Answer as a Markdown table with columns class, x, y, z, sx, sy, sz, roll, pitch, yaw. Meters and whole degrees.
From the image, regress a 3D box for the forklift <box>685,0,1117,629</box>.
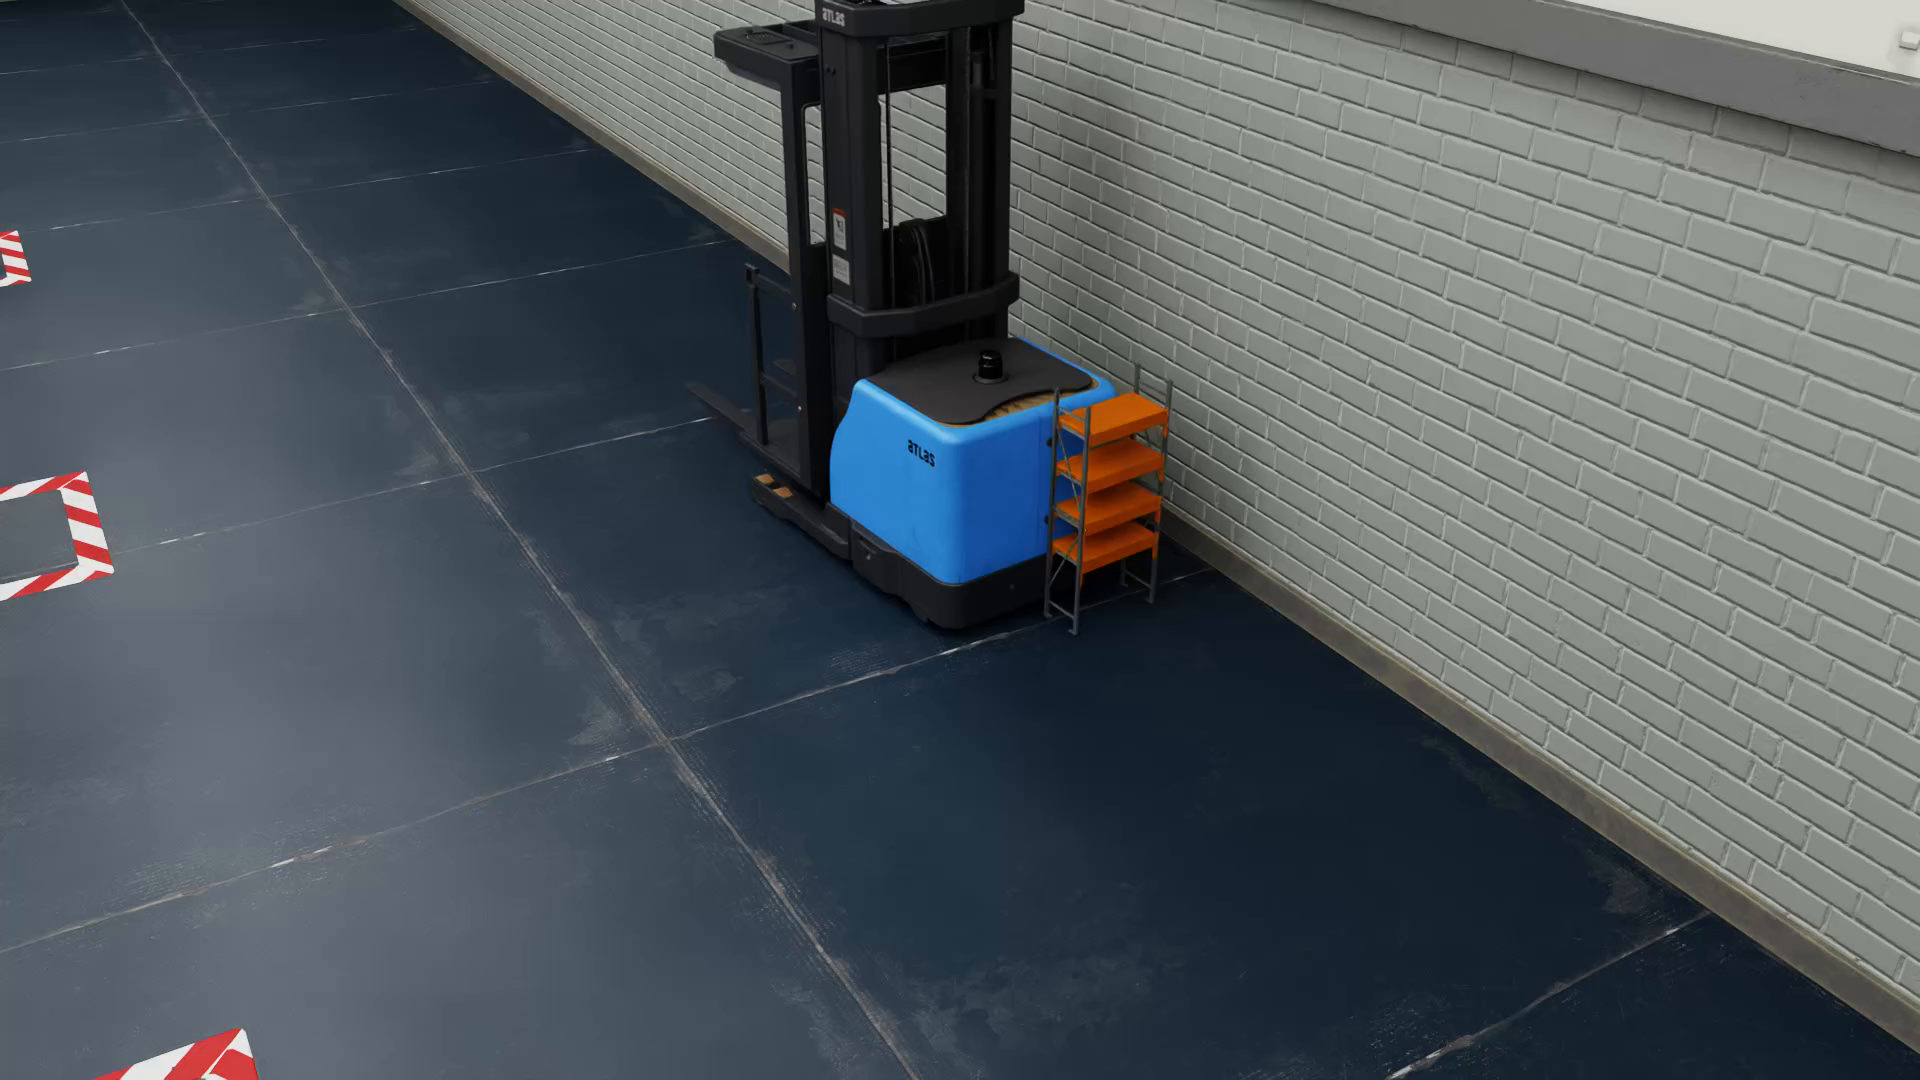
| class | x | y | z | sx | sy | sz | roll | pitch | yaw |
| --- | --- | --- | --- | --- | --- | --- | --- | --- | --- |
| forklift | -0.503 | -1.522 | 8.475 | 1.130 | 2.935 | 3.031 | -19 | 34 | -30 |

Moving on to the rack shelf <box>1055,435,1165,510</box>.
| class | x | y | z | sx | sy | sz | roll | pitch | yaw |
| --- | --- | --- | --- | --- | --- | --- | --- | --- | --- |
| rack shelf | 0.692 | -0.321 | 7.759 | 0.480 | 0.148 | 0.258 | -20 | 36 | -31 |

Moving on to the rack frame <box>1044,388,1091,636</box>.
| class | x | y | z | sx | sy | sz | roll | pitch | yaw |
| --- | --- | --- | --- | --- | --- | --- | --- | --- | --- |
| rack frame | 0.494 | -0.115 | 7.710 | 0.015 | 1.200 | 0.240 | -20 | 36 | -31 |

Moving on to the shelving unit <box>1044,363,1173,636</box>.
| class | x | y | z | sx | sy | sz | roll | pitch | yaw |
| --- | --- | --- | --- | --- | --- | --- | --- | --- | --- |
| shelving unit | 0.690 | -0.185 | 7.837 | 0.503 | 1.200 | 0.258 | -20 | 36 | -31 |

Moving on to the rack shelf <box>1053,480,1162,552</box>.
| class | x | y | z | sx | sy | sz | roll | pitch | yaw |
| --- | --- | --- | --- | --- | --- | --- | --- | --- | --- |
| rack shelf | 0.689 | -0.127 | 7.871 | 0.480 | 0.148 | 0.258 | -20 | 36 | -31 |

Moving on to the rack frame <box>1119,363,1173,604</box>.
| class | x | y | z | sx | sy | sz | roll | pitch | yaw |
| --- | --- | --- | --- | --- | --- | --- | --- | --- | --- |
| rack frame | 0.886 | -0.256 | 7.964 | 0.015 | 1.200 | 0.240 | -20 | 36 | -31 |

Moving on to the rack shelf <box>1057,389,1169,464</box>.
| class | x | y | z | sx | sy | sz | roll | pitch | yaw |
| --- | --- | --- | --- | --- | --- | --- | --- | --- | --- |
| rack shelf | 0.696 | -0.526 | 7.641 | 0.480 | 0.148 | 0.258 | -20 | 36 | -31 |

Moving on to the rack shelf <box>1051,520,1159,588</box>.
| class | x | y | z | sx | sy | sz | roll | pitch | yaw |
| --- | --- | --- | --- | --- | --- | --- | --- | --- | --- |
| rack shelf | 0.686 | 0.045 | 7.970 | 0.480 | 0.148 | 0.258 | -20 | 36 | -31 |
